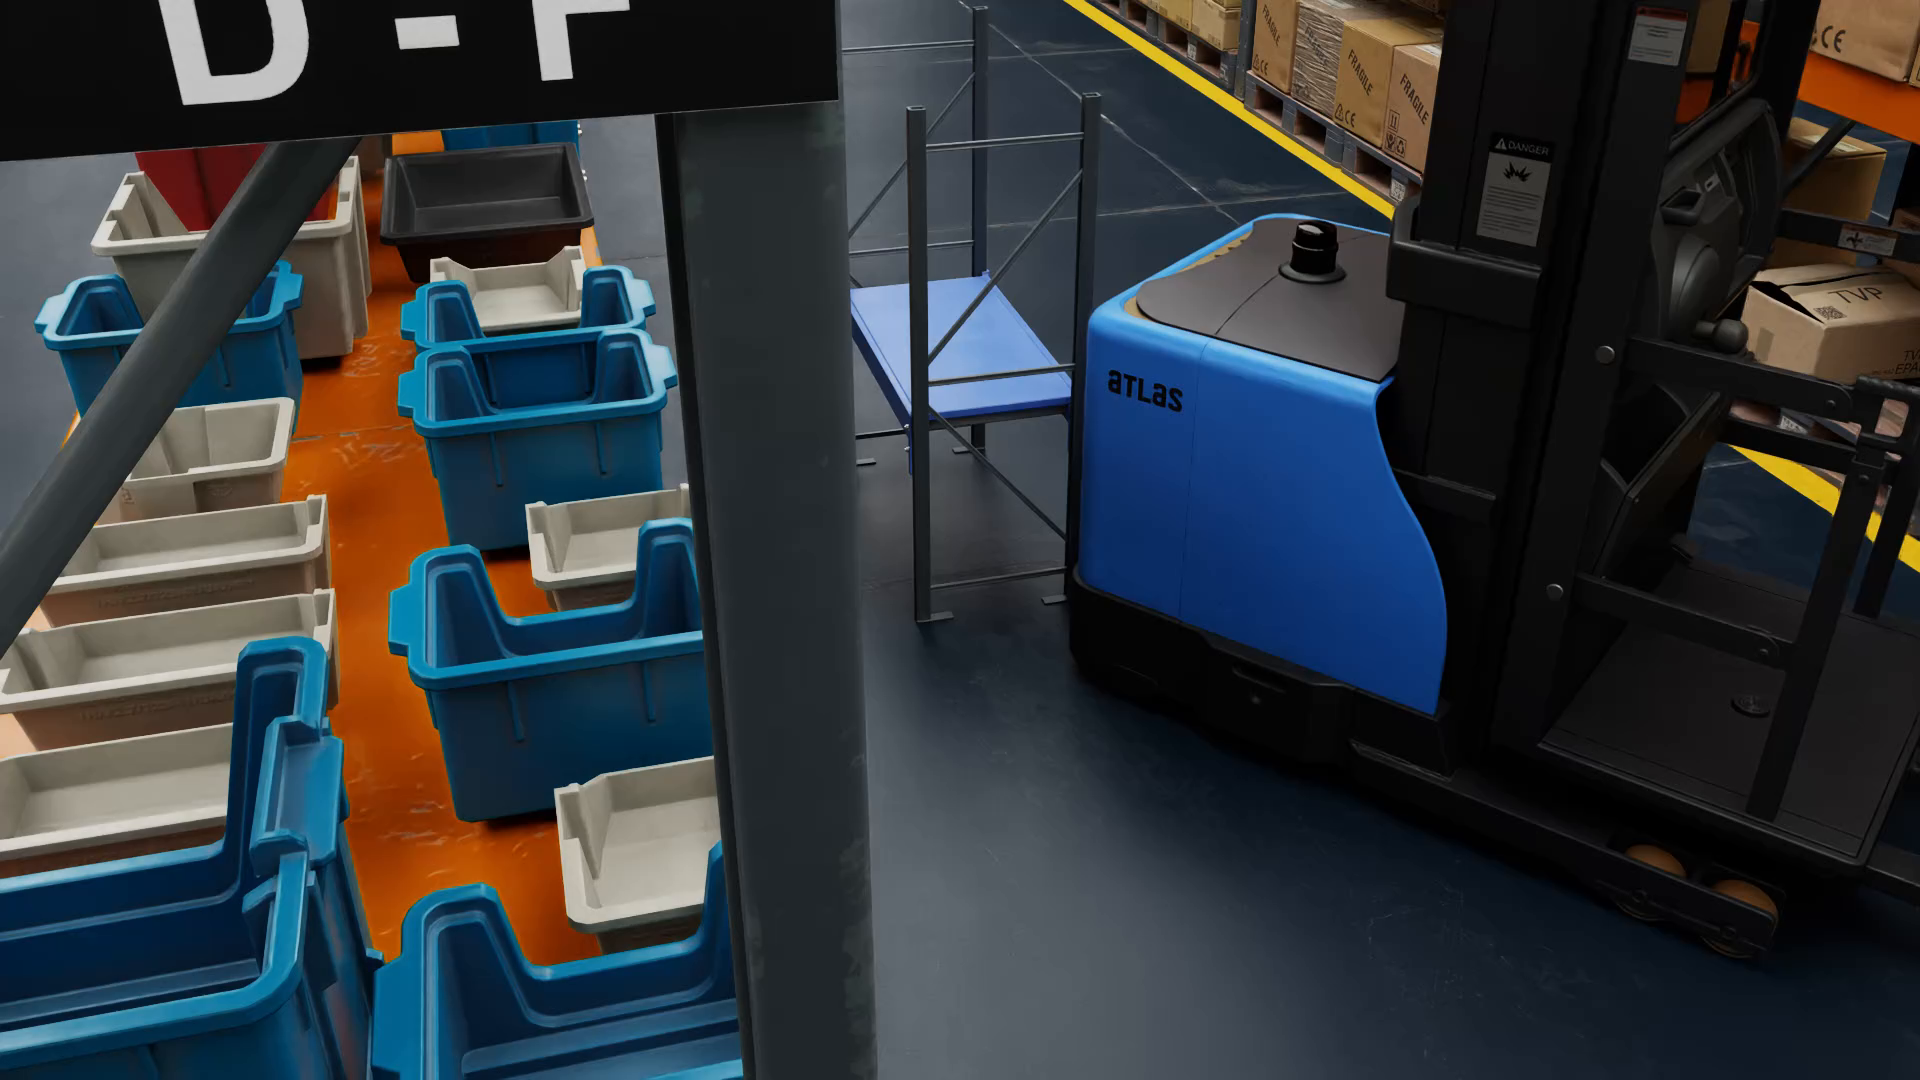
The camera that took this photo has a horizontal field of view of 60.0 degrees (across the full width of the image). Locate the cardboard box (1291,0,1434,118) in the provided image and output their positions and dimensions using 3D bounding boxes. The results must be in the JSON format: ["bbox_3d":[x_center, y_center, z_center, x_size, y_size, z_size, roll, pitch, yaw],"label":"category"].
[{"bbox_3d":[2.087,-2.522,8.669,0.500,0.500,0.500,-9,31,-15],"label":"cardboard box"}]

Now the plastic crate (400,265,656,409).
[{"bbox_3d":[-0.733,-0.300,2.881,0.416,0.233,0.300,-8,31,-13],"label":"plastic crate"}]

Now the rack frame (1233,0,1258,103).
[{"bbox_3d":[2.097,-3.923,9.034,1.000,3.000,0.127,-8,31,-13],"label":"rack frame"}]

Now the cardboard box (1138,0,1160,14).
[{"bbox_3d":[1.452,-3.628,10.850,0.500,0.250,0.500,-7,31,-12],"label":"cardboard box"}]

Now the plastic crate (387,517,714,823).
[{"bbox_3d":[-0.479,0.163,2.082,0.416,0.233,0.300,-8,31,-13],"label":"plastic crate"}]

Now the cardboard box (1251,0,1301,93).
[{"bbox_3d":[1.943,-2.774,9.104,0.500,0.500,0.500,-7,31,-11],"label":"cardboard box"}]

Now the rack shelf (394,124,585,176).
[{"bbox_3d":[-2.148,-1.989,6.410,1.077,0.370,4.000,-8,31,-13],"label":"rack shelf"}]

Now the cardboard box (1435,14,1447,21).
[{"bbox_3d":[2.709,-2.361,8.391,0.500,0.500,0.500,-9,31,-15],"label":"cardboard box"}]

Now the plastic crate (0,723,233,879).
[{"bbox_3d":[-0.947,0.316,1.914,0.396,0.136,0.243,-8,31,-13],"label":"plastic crate"}]

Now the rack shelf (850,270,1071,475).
[{"bbox_3d":[-0.023,-0.535,5.036,0.538,0.185,1.000,-8,31,-13],"label":"rack shelf"}]

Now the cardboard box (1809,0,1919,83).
[{"bbox_3d":[3.032,-1.752,5.183,0.500,0.500,0.500,-7,31,-12],"label":"cardboard box"}]

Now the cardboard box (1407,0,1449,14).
[{"bbox_3d":[2.591,-2.909,8.589,0.500,0.250,0.500,-7,31,-11],"label":"cardboard box"}]

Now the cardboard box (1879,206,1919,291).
[{"bbox_3d":[3.584,-0.862,5.802,0.500,0.500,0.500,-8,31,-13],"label":"cardboard box"}]

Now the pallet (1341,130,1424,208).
[{"bbox_3d":[2.579,-1.763,8.085,1.003,0.211,1.213,-8,31,-13],"label":"pallet"}]

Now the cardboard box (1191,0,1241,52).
[{"bbox_3d":[1.723,-3.137,10.000,0.500,0.250,0.500,-7,31,-12],"label":"cardboard box"}]

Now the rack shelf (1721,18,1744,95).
[{"bbox_3d":[2.628,-2.646,7.545,1.077,0.370,4.000,-8,31,-13],"label":"rack shelf"}]

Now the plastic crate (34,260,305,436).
[{"bbox_3d":[-1.348,-0.314,2.905,0.416,0.233,0.300,-8,31,-13],"label":"plastic crate"}]

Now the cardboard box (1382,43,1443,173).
[{"bbox_3d":[2.359,-2.028,7.815,0.500,0.500,0.500,-9,31,-15],"label":"cardboard box"}]

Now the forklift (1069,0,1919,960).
[{"bbox_3d":[1.784,-0.653,3.452,3.031,2.935,1.130,21,36,31],"label":"forklift"}]

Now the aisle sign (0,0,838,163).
[{"bbox_3d":[-0.250,-0.532,0.581,0.394,0.787,0.004,-8,31,-13],"label":"aisle sign"}]

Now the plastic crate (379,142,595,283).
[{"bbox_3d":[-1.061,-0.737,3.743,0.437,0.125,0.590,-8,31,-13],"label":"plastic crate"}]

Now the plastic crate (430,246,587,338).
[{"bbox_3d":[-0.865,-0.445,3.228,0.293,0.136,0.466,-8,31,-13],"label":"plastic crate"}]

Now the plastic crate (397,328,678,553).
[{"bbox_3d":[-0.653,-0.155,2.631,0.416,0.233,0.300,-8,31,-13],"label":"plastic crate"}]

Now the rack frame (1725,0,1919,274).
[{"bbox_3d":[3.159,-1.991,5.696,1.000,3.000,0.127,-8,31,-13],"label":"rack frame"}]

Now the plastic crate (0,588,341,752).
[{"bbox_3d":[-1.010,0.174,2.159,0.396,0.136,0.243,-8,31,-13],"label":"plastic crate"}]

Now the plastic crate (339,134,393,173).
[{"bbox_3d":[-1.632,-1.003,4.191,0.396,0.136,0.243,-8,31,-13],"label":"plastic crate"}]

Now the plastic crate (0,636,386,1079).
[{"bbox_3d":[-0.825,0.419,1.436,0.616,0.435,0.499,-8,31,-13],"label":"plastic crate"}]

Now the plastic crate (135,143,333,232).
[{"bbox_3d":[-1.622,-0.924,3.728,0.402,0.464,0.583,-8,31,-13],"label":"plastic crate"}]

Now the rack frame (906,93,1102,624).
[{"bbox_3d":[0.112,-0.445,4.521,0.500,1.500,0.032,-8,31,-13],"label":"rack frame"}]

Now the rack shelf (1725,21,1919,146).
[{"bbox_3d":[3.690,-0.714,4.207,1.077,0.370,4.000,-8,31,-13],"label":"rack shelf"}]

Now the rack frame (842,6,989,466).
[{"bbox_3d":[-0.158,-0.936,5.370,0.500,1.500,0.032,-8,31,-13],"label":"rack frame"}]

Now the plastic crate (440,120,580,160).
[{"bbox_3d":[-1.165,-1.173,4.239,0.392,0.384,0.575,-8,31,-13],"label":"plastic crate"}]

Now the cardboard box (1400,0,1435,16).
[{"bbox_3d":[2.572,-2.611,8.823,0.500,0.500,0.500,-7,31,-11],"label":"cardboard box"}]

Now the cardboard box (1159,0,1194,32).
[{"bbox_3d":[1.582,-3.385,10.430,0.500,0.250,0.500,-8,31,-14],"label":"cardboard box"}]

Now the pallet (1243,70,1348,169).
[{"bbox_3d":[2.259,-2.351,9.101,1.003,0.211,1.213,-8,31,-13],"label":"pallet"}]

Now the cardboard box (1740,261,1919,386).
[{"bbox_3d":[3.062,-0.787,5.860,0.500,0.311,0.500,-8,31,-13],"label":"cardboard box"}]

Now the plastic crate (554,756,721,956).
[{"bbox_3d":[-0.309,0.357,1.843,0.250,0.136,0.298,-8,31,-13],"label":"plastic crate"}]

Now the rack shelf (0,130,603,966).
[{"bbox_3d":[-1.087,-0.057,3.073,1.077,0.370,4.000,-8,31,-13],"label":"rack shelf"}]

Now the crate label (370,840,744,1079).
[{"bbox_3d":[-0.304,0.481,1.532,0.416,0.233,0.303,-8,31,-13],"label":"crate label"}]

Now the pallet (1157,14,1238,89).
[{"bbox_3d":[1.917,-3.119,10.428,1.003,0.211,1.213,-8,31,-13],"label":"pallet"}]

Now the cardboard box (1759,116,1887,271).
[{"bbox_3d":[3.266,-1.366,6.672,0.500,0.500,0.500,-9,31,-16],"label":"cardboard box"}]

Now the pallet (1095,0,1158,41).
[{"bbox_3d":[1.596,-3.707,11.444,1.003,0.211,1.213,-8,31,-13],"label":"pallet"}]

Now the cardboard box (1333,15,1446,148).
[{"bbox_3d":[2.215,-2.279,8.249,0.500,0.500,0.500,-8,31,-14],"label":"cardboard box"}]

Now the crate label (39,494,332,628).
[{"bbox_3d":[-1.107,0.043,2.385,0.396,0.136,0.243,-8,31,-13],"label":"crate label"}]

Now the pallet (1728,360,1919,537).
[{"bbox_3d":[3.341,-0.453,5.821,1.003,0.211,1.213,-8,31,-13],"label":"pallet"}]

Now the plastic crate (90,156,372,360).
[{"bbox_3d":[-1.390,-0.547,3.260,0.437,0.282,0.530,-8,31,-13],"label":"plastic crate"}]

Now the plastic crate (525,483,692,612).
[{"bbox_3d":[-0.489,0.029,2.409,0.250,0.136,0.298,-8,31,-13],"label":"plastic crate"}]

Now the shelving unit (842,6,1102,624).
[{"bbox_3d":[-0.023,-0.690,4.945,0.538,1.500,1.048,-8,31,-13],"label":"shelving unit"}]

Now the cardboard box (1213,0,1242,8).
[{"bbox_3d":[1.721,-3.378,9.857,0.500,0.311,0.500,-7,31,-12],"label":"cardboard box"}]

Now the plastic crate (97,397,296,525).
[{"bbox_3d":[-1.204,-0.098,2.628,0.298,0.136,0.250,-8,31,-13],"label":"plastic crate"}]

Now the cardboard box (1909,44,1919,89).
[{"bbox_3d":[3.171,-1.505,4.757,0.500,0.500,0.500,-7,31,-12],"label":"cardboard box"}]

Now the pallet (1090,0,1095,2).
[{"bbox_3d":[1.269,-4.298,12.464,1.003,0.211,1.213,-8,31,-13],"label":"pallet"}]
